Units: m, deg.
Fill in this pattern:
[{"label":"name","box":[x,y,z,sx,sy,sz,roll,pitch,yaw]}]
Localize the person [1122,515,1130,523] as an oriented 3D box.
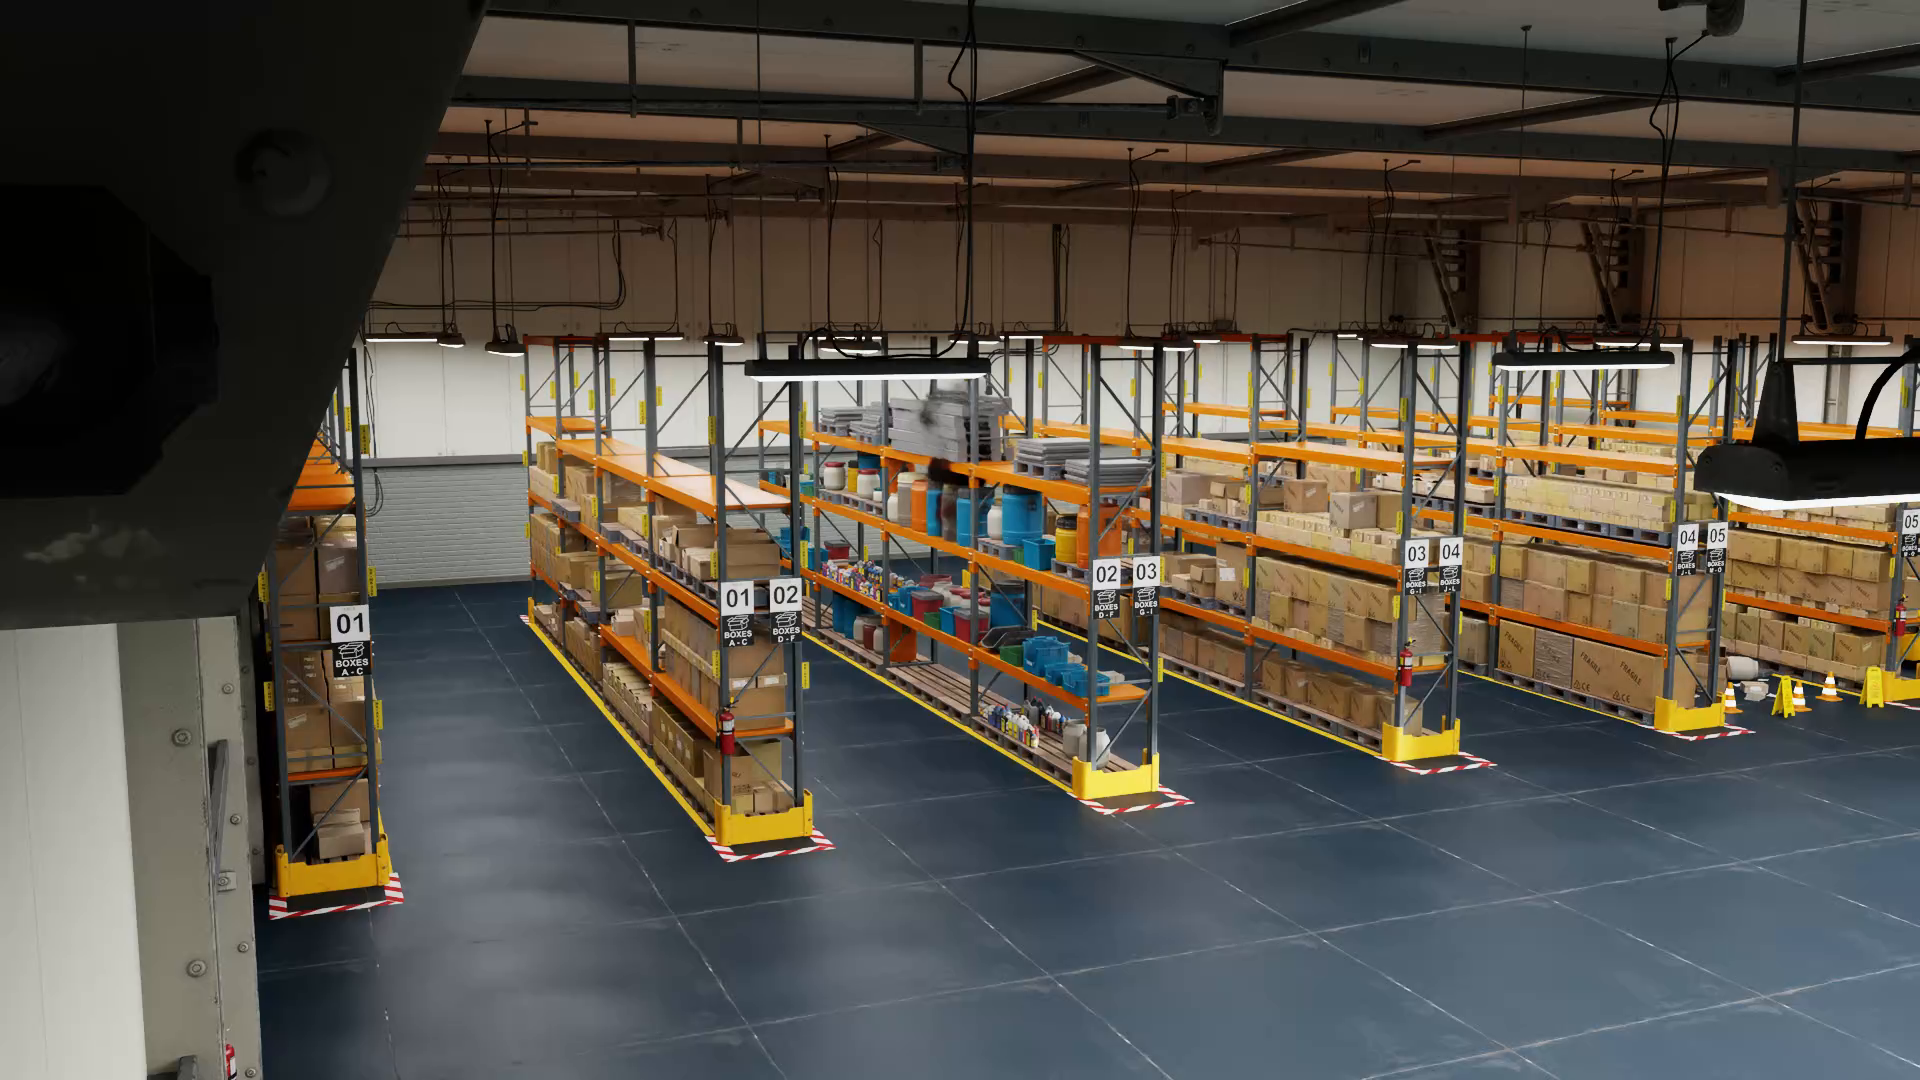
[{"label":"person","box":[3.940,0.175,40.298,0.643,1.656,0.838,1,8,11]}]
